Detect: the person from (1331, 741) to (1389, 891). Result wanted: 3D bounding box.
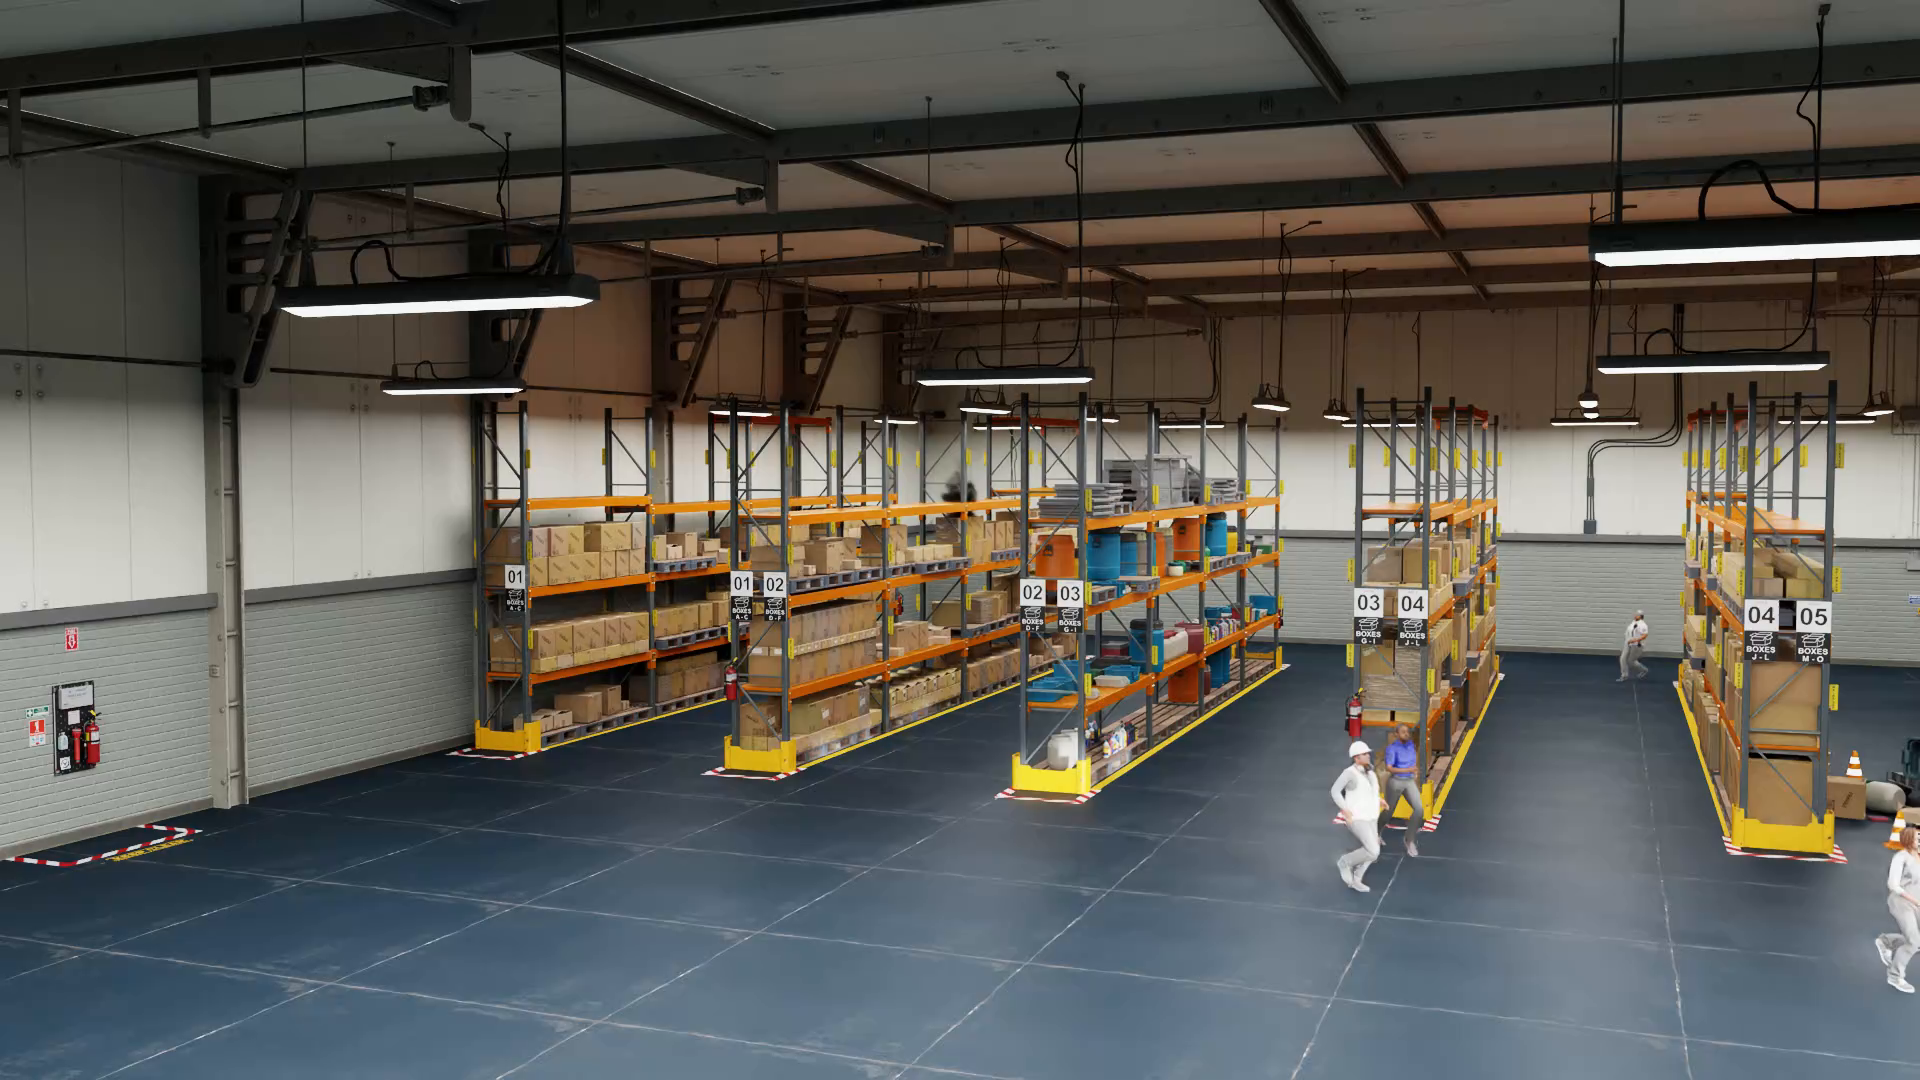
[{"bbox_3d":[4.670,3.201,19.196,0.650,1.732,0.566,-3,4,-42],"label":"person"}]

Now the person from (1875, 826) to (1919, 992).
[{"bbox_3d":[8.942,3.467,15.706,0.561,1.564,0.608,-1,3,-27],"label":"person"}]

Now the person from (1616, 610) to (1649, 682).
[{"bbox_3d":[15.150,2.384,37.336,0.710,1.649,0.649,-1,3,-11],"label":"person"}]

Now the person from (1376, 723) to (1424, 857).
[{"bbox_3d":[5.606,3.159,21.140,0.585,1.681,0.878,-1,3,-20],"label":"person"}]
